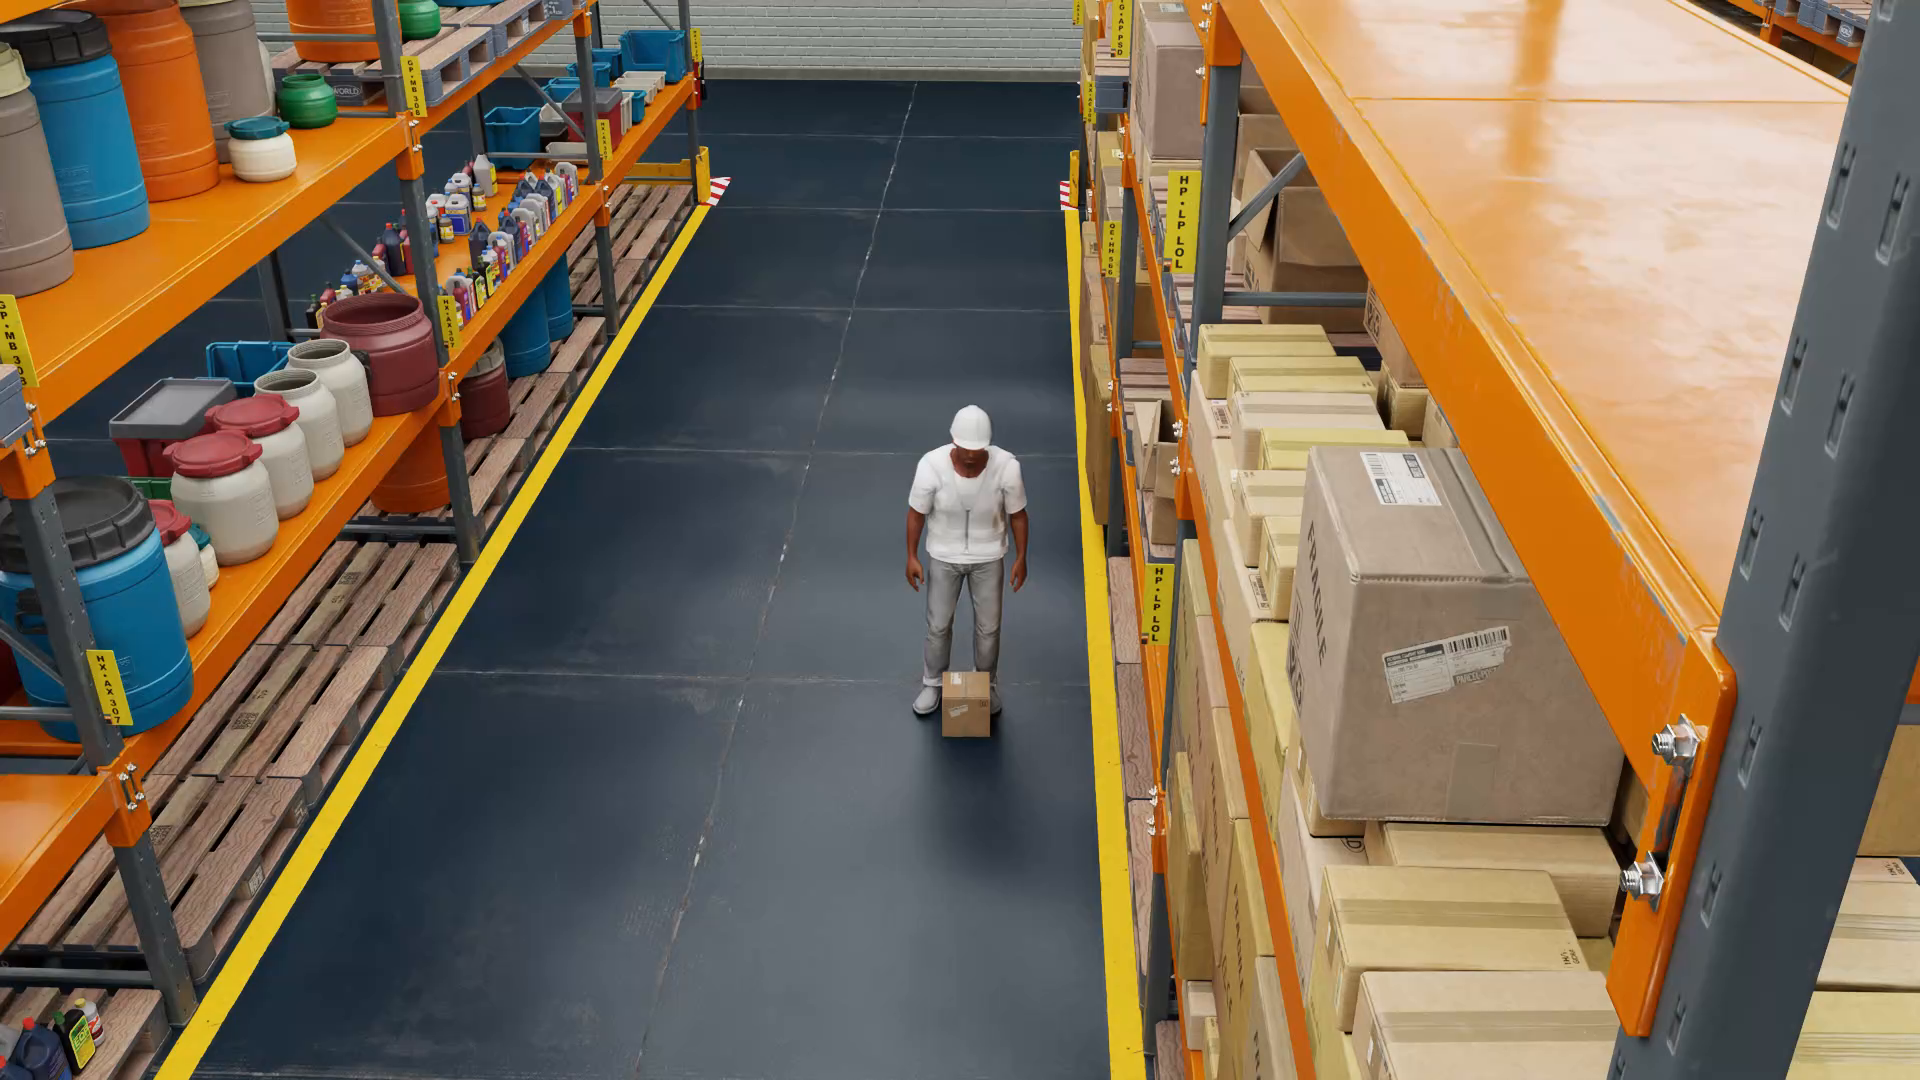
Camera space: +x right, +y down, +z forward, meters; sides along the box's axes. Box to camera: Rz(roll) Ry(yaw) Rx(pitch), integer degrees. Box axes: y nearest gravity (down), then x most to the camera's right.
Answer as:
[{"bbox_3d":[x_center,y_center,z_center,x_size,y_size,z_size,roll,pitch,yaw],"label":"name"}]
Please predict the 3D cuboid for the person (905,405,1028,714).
[{"bbox_3d":[0.034,0.099,8.647,0.637,1.760,0.461,0,28,1],"label":"person"}]
